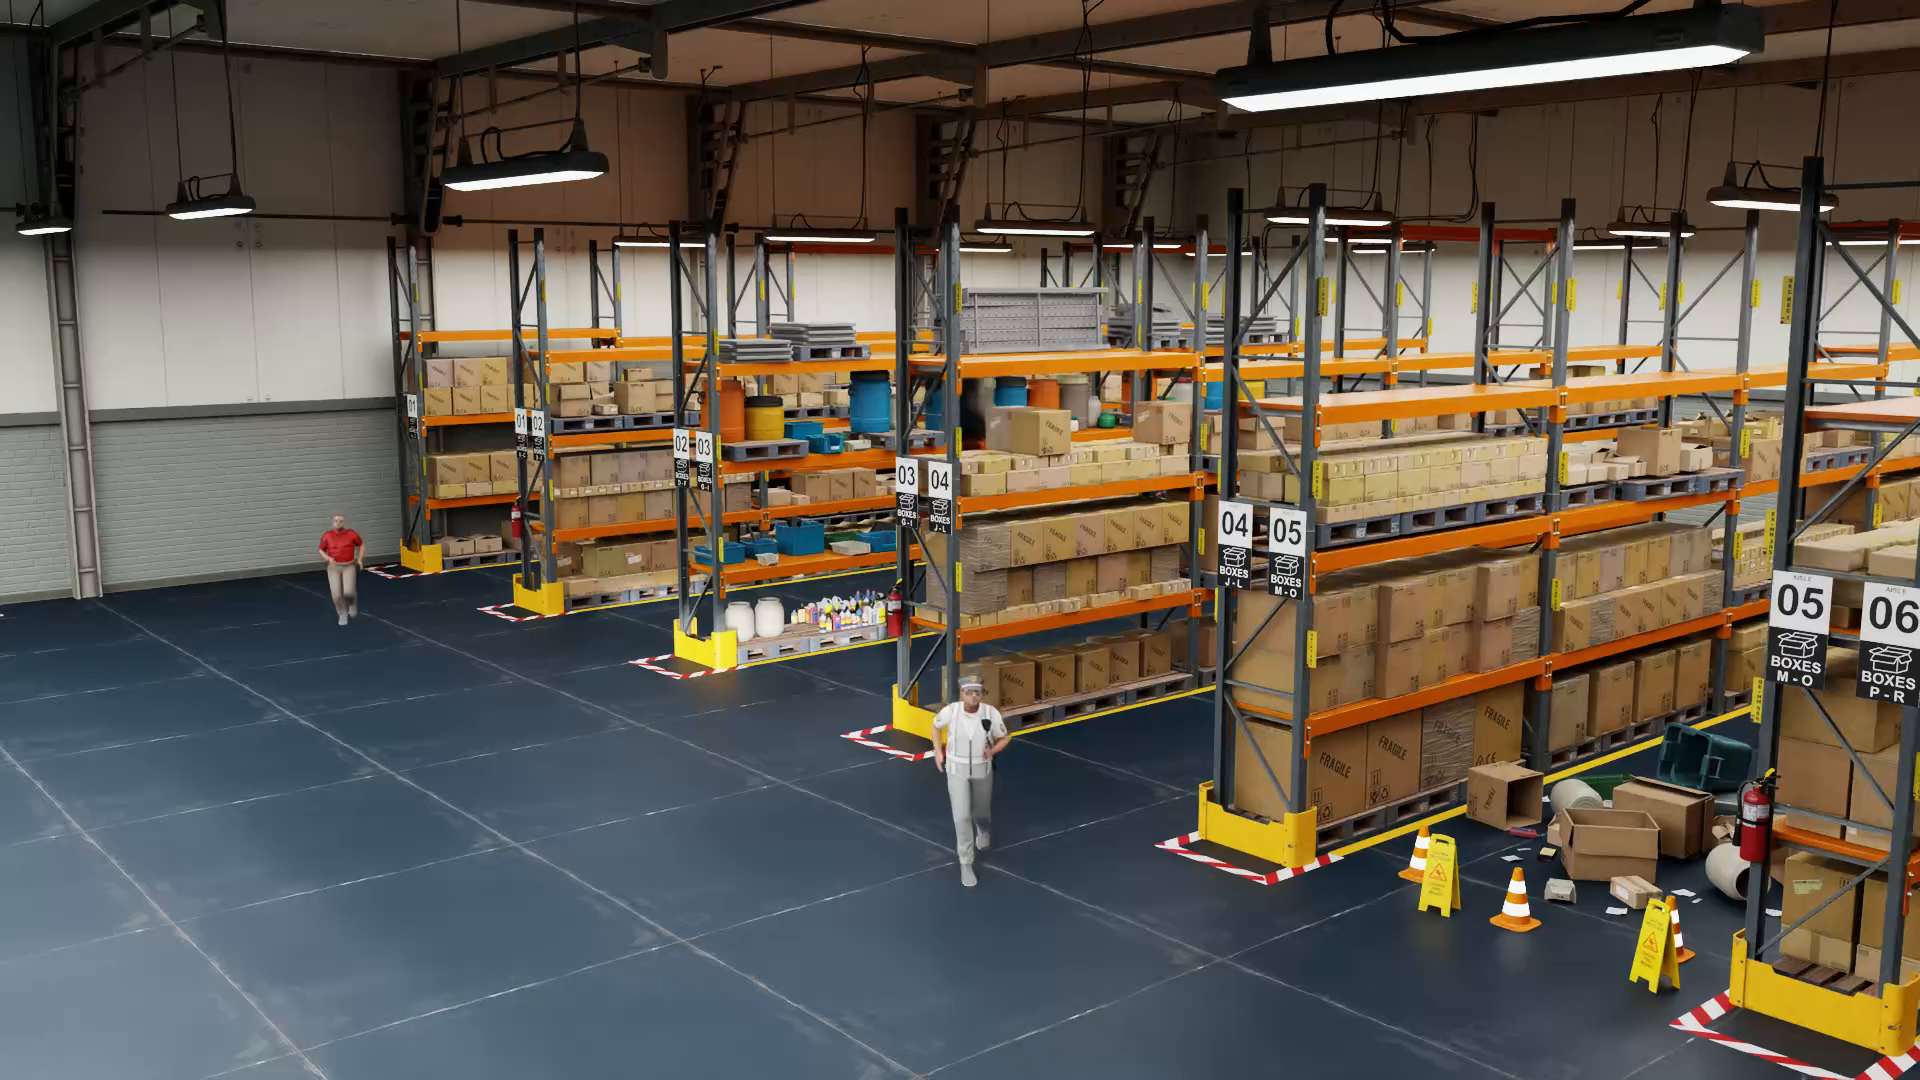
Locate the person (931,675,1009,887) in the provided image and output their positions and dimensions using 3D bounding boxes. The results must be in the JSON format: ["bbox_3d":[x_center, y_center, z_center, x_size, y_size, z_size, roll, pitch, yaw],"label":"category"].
[{"bbox_3d":[0.088,2.047,14.706,0.678,1.805,0.957,0,9,-3],"label":"person"}]

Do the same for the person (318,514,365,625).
[{"bbox_3d":[-9.418,0.453,25.346,0.658,1.686,0.593,-2,9,-15],"label":"person"}]
